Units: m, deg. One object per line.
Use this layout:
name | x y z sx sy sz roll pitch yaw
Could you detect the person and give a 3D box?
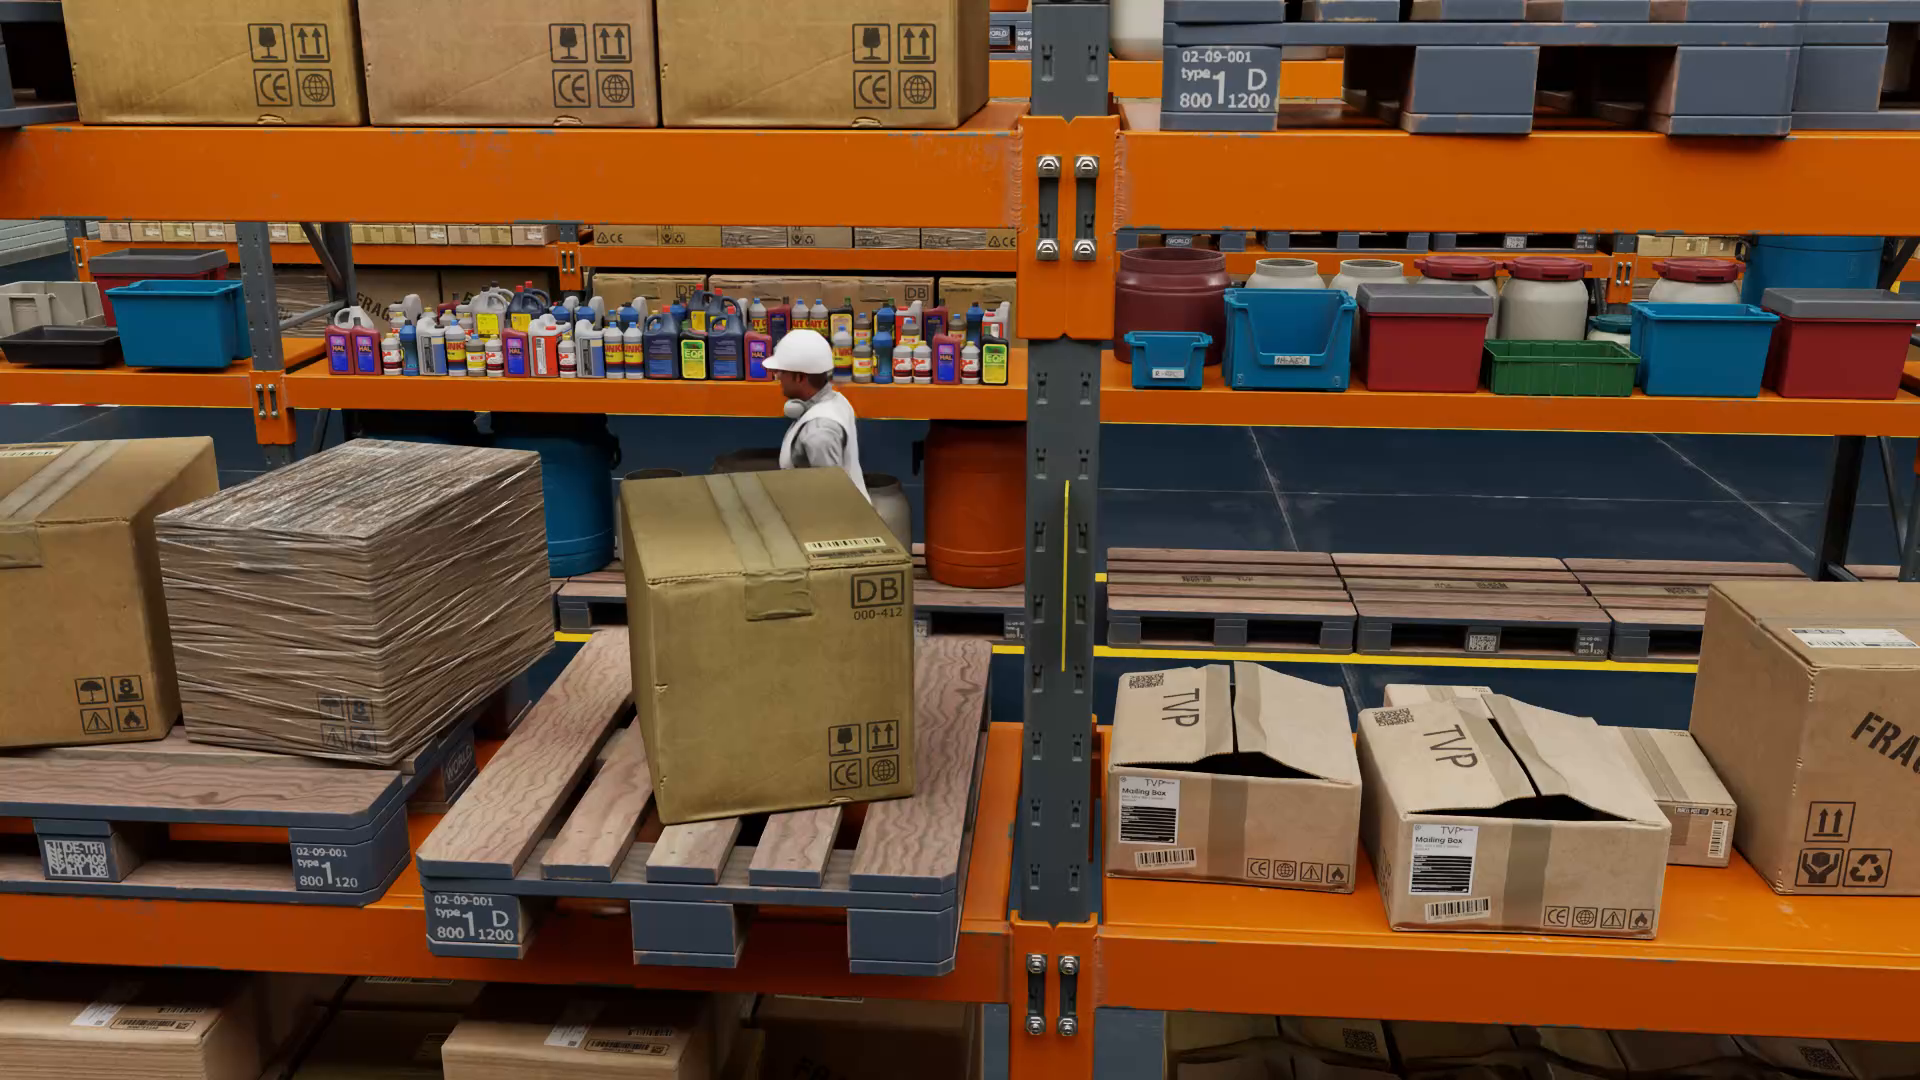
person | -0.459 -0.028 7.070 0.704 1.755 0.585 0 17 1
